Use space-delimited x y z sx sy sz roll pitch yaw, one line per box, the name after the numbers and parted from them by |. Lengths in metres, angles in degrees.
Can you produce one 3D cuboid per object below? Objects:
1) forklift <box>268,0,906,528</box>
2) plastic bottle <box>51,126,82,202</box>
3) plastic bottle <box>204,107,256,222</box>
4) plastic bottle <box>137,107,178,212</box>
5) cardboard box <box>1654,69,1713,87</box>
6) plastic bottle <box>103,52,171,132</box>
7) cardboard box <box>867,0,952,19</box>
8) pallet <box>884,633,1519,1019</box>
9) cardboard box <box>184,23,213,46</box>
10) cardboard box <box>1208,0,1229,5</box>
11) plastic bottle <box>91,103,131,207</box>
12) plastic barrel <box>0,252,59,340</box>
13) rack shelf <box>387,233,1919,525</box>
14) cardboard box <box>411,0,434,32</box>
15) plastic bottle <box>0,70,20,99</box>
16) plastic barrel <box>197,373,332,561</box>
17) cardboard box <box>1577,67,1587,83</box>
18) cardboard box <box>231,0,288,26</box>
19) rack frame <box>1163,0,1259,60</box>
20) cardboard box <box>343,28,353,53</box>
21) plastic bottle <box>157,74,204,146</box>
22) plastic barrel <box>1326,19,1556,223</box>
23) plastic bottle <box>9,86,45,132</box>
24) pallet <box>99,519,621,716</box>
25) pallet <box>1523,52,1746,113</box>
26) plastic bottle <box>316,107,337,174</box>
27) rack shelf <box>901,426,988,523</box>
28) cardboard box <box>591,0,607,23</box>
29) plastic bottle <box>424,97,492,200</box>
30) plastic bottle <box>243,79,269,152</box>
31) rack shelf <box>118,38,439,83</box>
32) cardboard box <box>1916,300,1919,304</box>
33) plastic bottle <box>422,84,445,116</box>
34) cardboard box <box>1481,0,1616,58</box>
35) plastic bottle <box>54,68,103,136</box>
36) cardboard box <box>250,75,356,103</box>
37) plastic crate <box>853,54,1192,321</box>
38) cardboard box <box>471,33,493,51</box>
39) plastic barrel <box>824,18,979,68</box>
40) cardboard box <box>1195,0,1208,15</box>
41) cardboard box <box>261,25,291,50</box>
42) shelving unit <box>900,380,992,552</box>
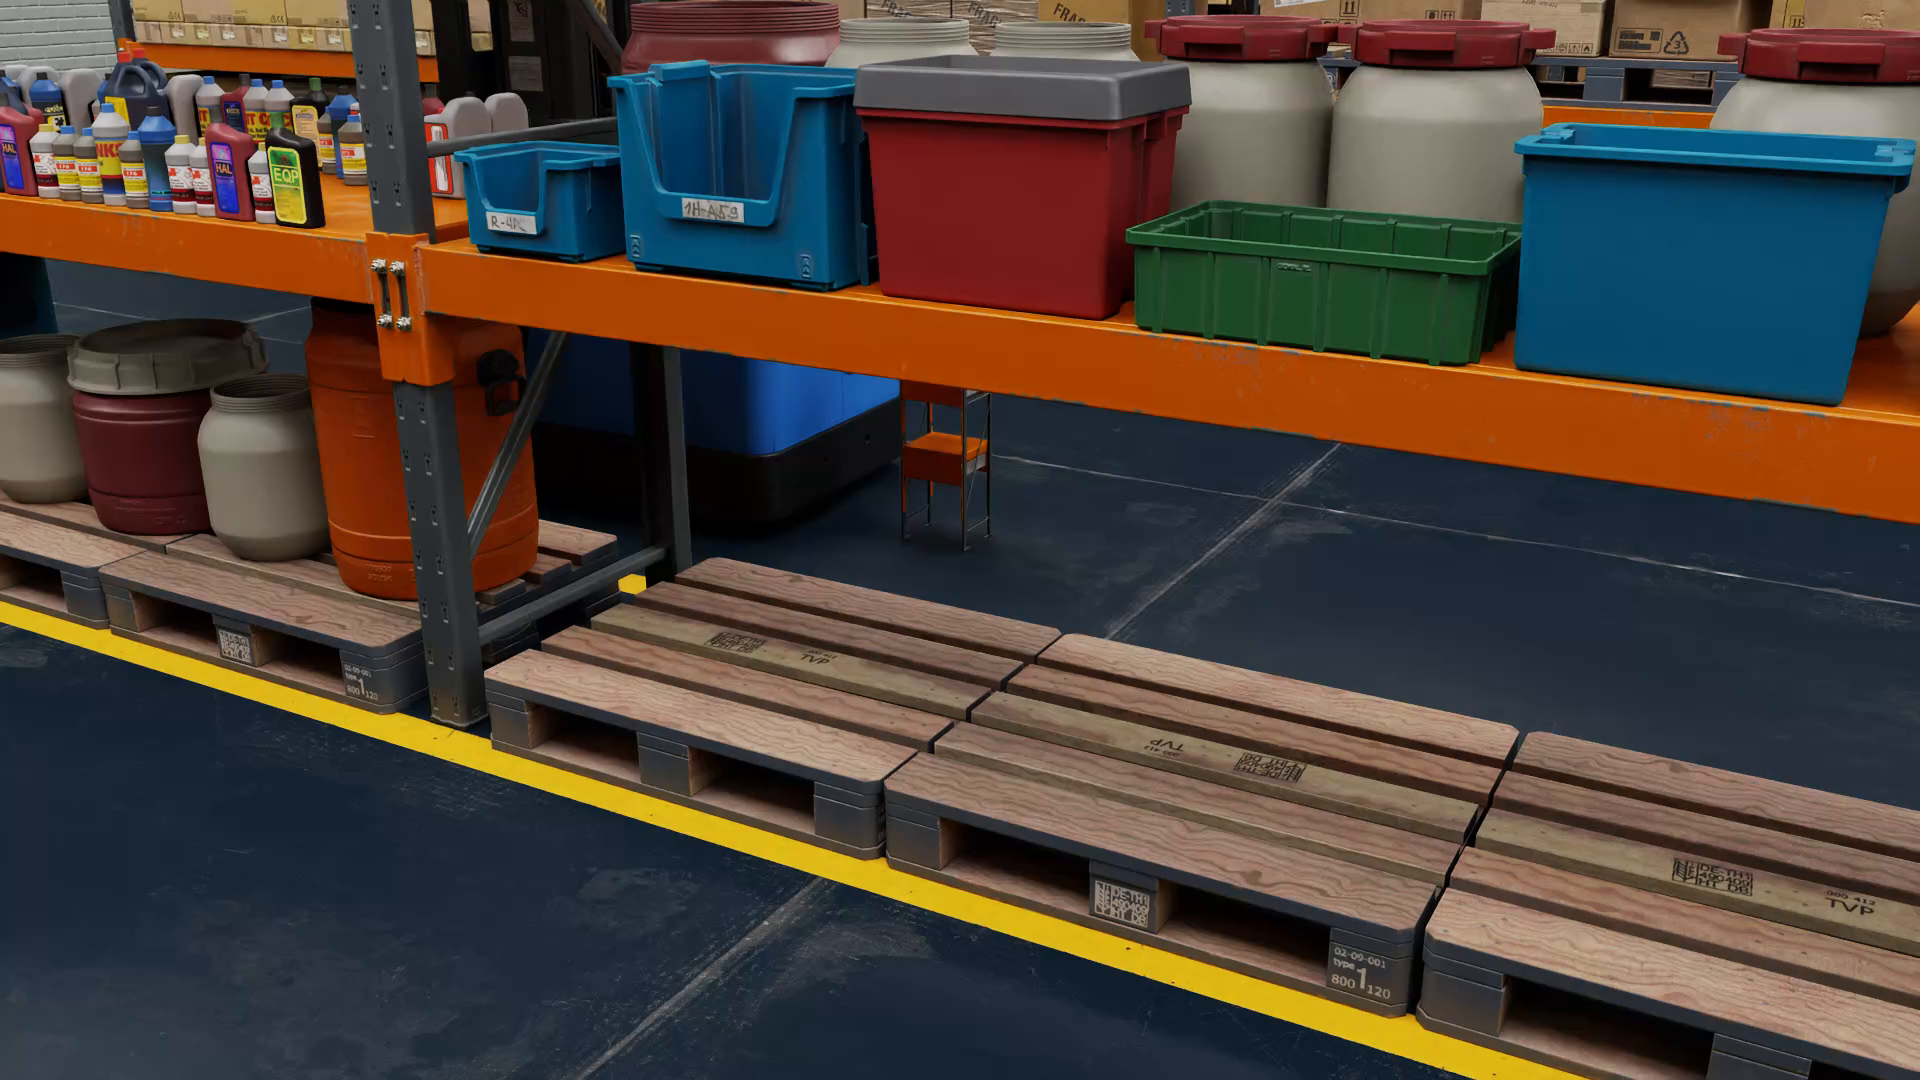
-1.764 -1.758 6.412 3.031 2.935 1.130 10 22 26 | forklift
-2.499 -1.063 4.688 0.097 0.201 0.097 0 20 0 | plastic bottle
-1.898 -0.980 4.339 0.133 0.283 0.061 11 23 27 | plastic bottle
-2.159 -1.031 4.498 0.097 0.271 0.097 0 20 0 | plastic bottle
9.069 -5.932 20.687 0.625 0.625 0.875 12 23 29 | cardboard box
-2.660 -1.392 5.376 0.185 0.351 0.144 11 23 27 | plastic bottle
-0.158 -2.756 8.917 0.500 0.500 0.500 10 22 26 | cardboard box
0.583 0.598 3.906 1.213 0.211 1.003 11 23 27 | pallet
-5.106 -3.501 11.486 0.250 0.149 0.380 10 22 26 | cardboard box
2.016 -4.230 12.879 0.250 0.149 0.380 12 23 29 | cardboard box
-2.329 -1.064 4.587 0.097 0.271 0.097 0 20 0 | plastic bottle
-3.542 -0.719 5.910 0.708 0.901 0.600 11 23 27 | plastic barrel
0.611 -0.385 3.584 4.000 0.370 1.077 11 23 27 | rack shelf
-3.178 -3.346 10.474 0.500 0.250 0.500 12 23 29 | cardboard box
-3.293 -1.484 5.747 0.097 0.271 0.097 0 20 0 | plastic bottle
-2.107 -0.228 5.126 0.421 0.512 0.421 0 20 0 | plastic barrel
8.057 -5.988 21.023 0.500 0.500 0.500 12 23 29 | cardboard box
-4.522 -3.601 11.177 0.500 0.250 0.500 10 22 26 | cardboard box
1.281 -2.531 8.443 0.127 3.000 1.000 11 23 27 | rack frame
-3.760 -3.245 10.779 0.250 0.149 0.380 10 22 26 | cardboard box
-2.566 -1.397 5.498 0.135 0.276 0.152 11 23 27 | plastic bottle
0.988 -0.801 3.476 0.433 0.535 0.433 0 20 0 | plastic barrel
-2.785 -1.205 4.960 0.133 0.283 0.061 11 23 27 | plastic bottle
-1.844 0.136 5.180 1.213 0.211 1.003 11 23 27 | pallet
3.029 -2.123 7.601 1.213 0.211 1.003 11 23 27 | pallet
-1.963 -1.257 5.224 0.097 0.201 0.097 0 20 0 | plastic bottle
-0.047 -0.231 5.809 0.240 0.259 0.215 11 23 27 | rack shelf
-1.932 -3.092 9.843 0.500 0.500 0.500 11 23 27 | cardboard box
-1.429 -1.121 4.738 0.135 0.276 0.152 11 23 27 | plastic bottle
-2.250 -1.345 5.363 0.097 0.271 0.097 0 20 0 | plastic bottle
-3.958 -3.190 11.316 4.000 0.370 1.077 11 23 27 | rack shelf
4.247 -1.006 7.259 0.500 0.500 0.700 9 22 23 | cardboard box
-1.620 -1.238 5.049 0.133 0.283 0.061 11 23 27 | plastic bottle
2.632 -2.310 7.439 0.500 0.250 0.500 10 22 26 | cardboard box
-3.046 -1.488 5.751 0.135 0.276 0.152 11 23 27 | plastic bottle
-4.311 -2.826 11.756 0.875 0.875 0.875 11 23 27 | cardboard box
0.127 -0.726 3.375 0.583 0.464 0.402 11 23 27 | plastic crate
-2.863 -3.074 10.308 0.250 0.149 0.380 11 23 28 | cardboard box
-0.133 -1.001 4.062 0.421 0.512 0.421 0 20 0 | plastic barrel
0.989 -2.739 8.872 0.500 0.500 0.500 12 23 29 | cardboard box
-4.431 -3.373 11.132 0.250 0.149 0.380 11 22 27 | cardboard box
-0.047 -0.502 5.711 0.252 1.050 0.215 11 23 27 | shelving unit
